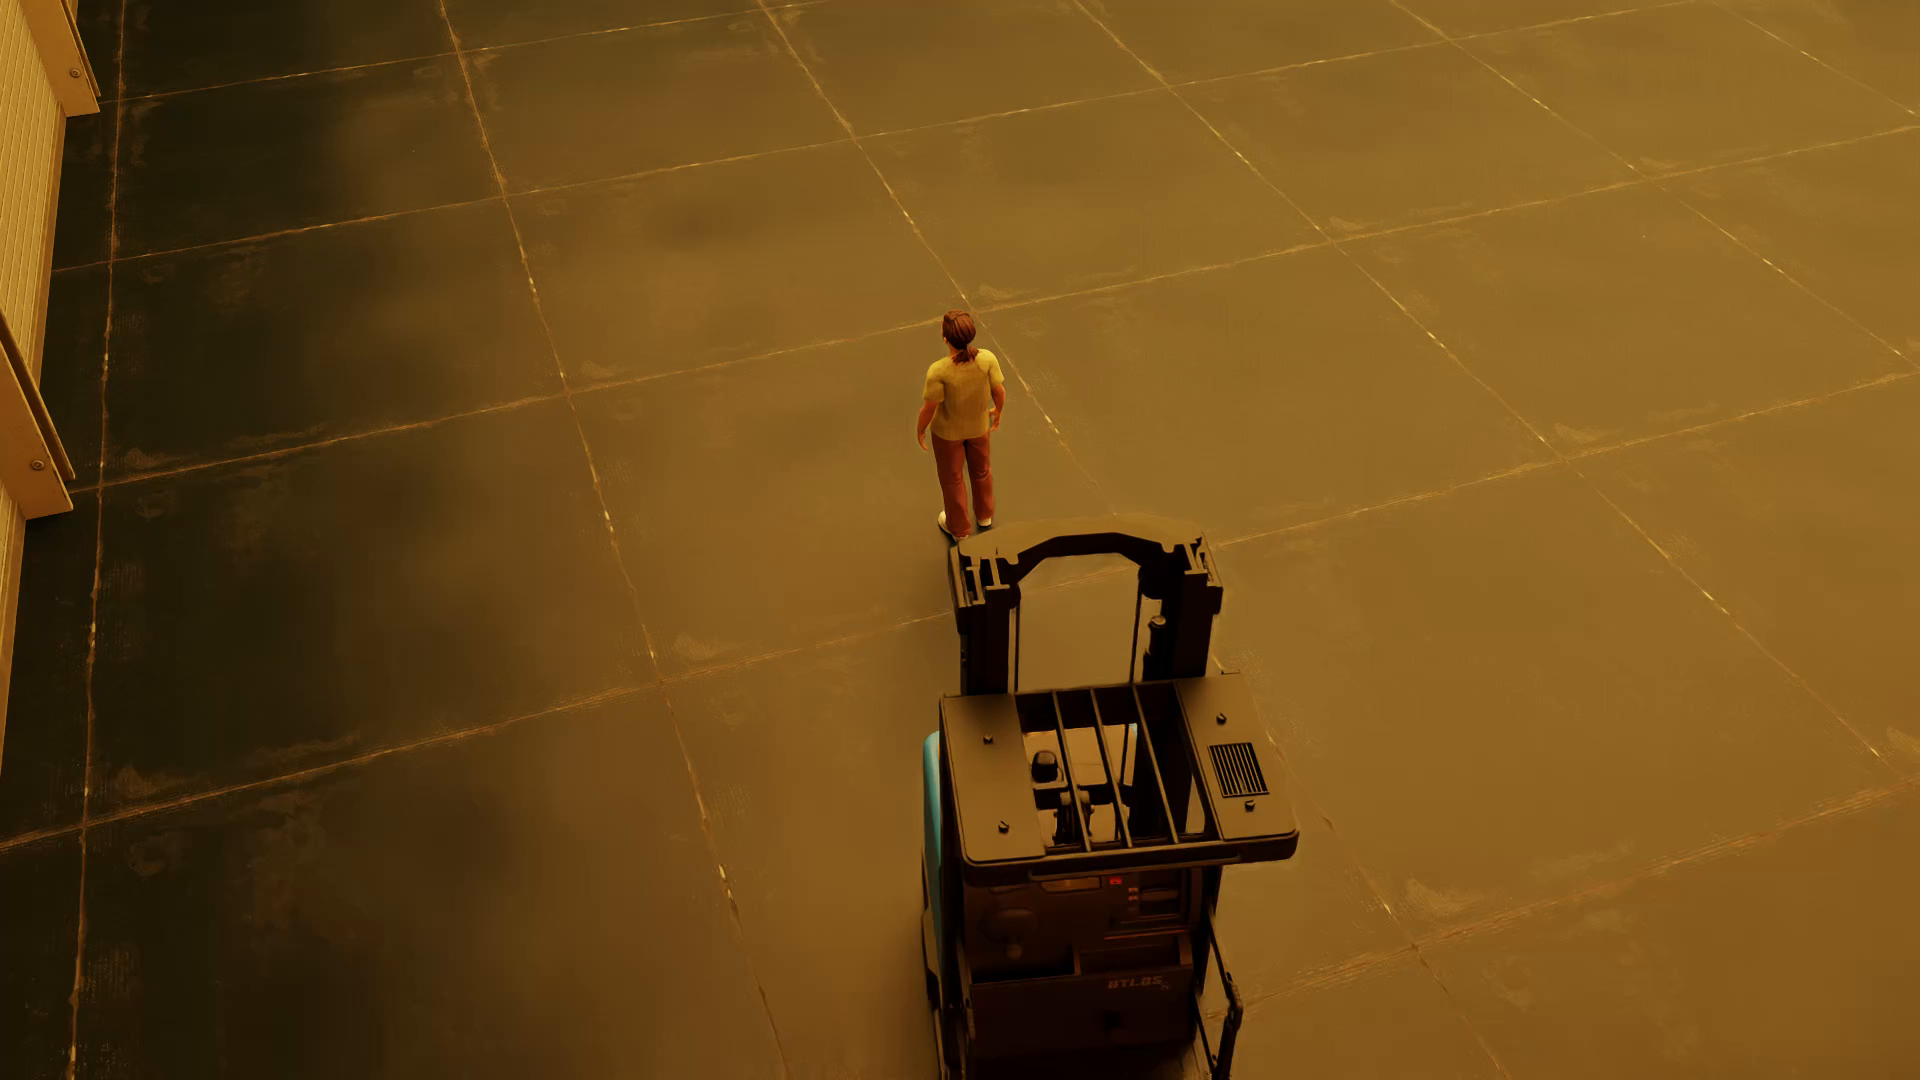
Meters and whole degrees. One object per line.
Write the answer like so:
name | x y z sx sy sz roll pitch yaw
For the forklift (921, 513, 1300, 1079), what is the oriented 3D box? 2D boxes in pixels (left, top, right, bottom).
forklift | 0.499 1.474 6.241 1.130 2.935 3.031 -4 40 -5

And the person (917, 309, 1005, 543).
person | -0.014 -0.695 9.788 0.553 1.675 0.549 -13 42 -15
